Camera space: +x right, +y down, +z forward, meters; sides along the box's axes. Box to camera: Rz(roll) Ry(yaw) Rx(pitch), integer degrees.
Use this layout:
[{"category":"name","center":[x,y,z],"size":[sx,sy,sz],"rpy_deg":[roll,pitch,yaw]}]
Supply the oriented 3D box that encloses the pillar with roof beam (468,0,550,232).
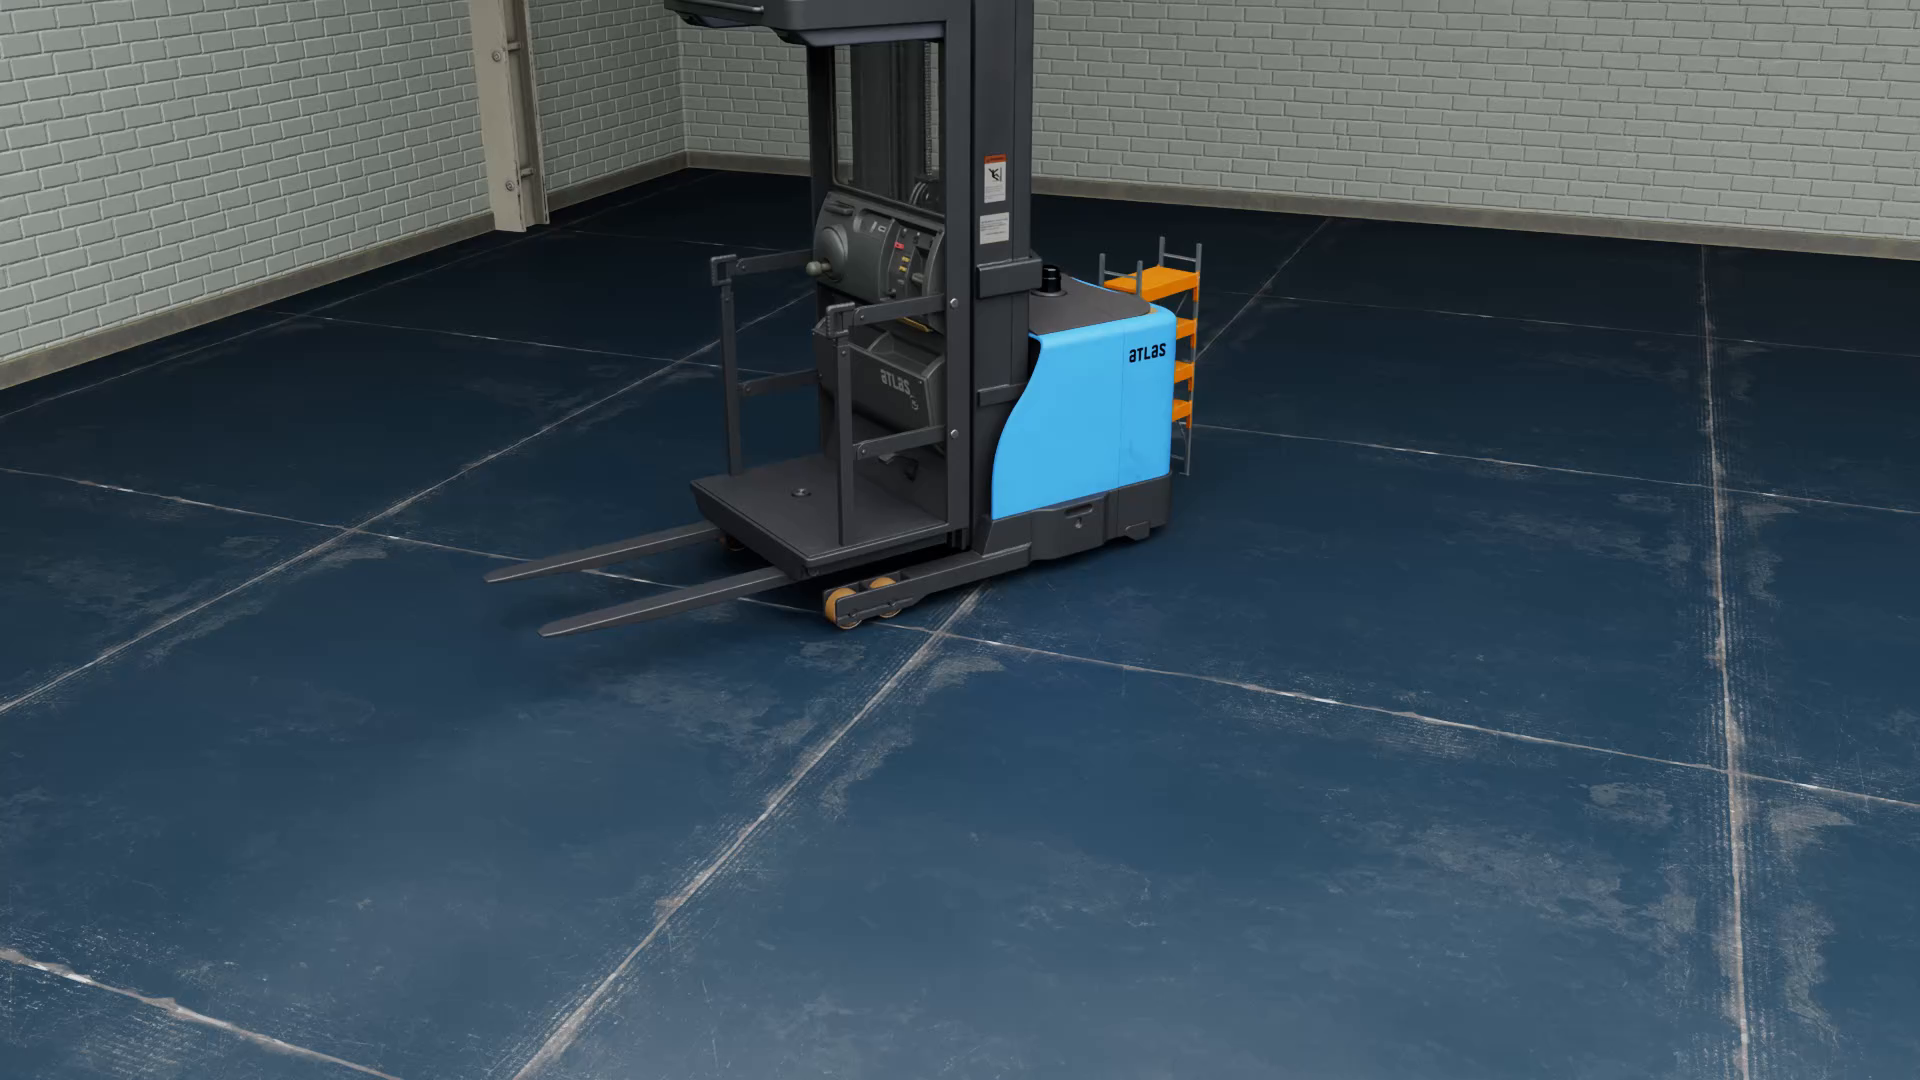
[{"category":"pillar with roof beam","center":[0.267,-6.205,10.931],"size":[9.100,9.000,0.400],"rpy_deg":[9,24,20]}]

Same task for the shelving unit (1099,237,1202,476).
[{"category":"shelving unit","center":[0.919,-0.844,8.215],"size":[0.258,1.200,0.503],"rpy_deg":[19,29,38]}]

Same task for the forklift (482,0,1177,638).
[{"category":"forklift","center":[-0.519,-1.216,6.859],"size":[3.031,2.935,1.130],"rpy_deg":[-15,27,-31]}]

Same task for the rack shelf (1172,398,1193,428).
[{"category":"rack shelf","center":[0.919,-0.599,8.317],"size":[0.258,0.148,0.480],"rpy_deg":[19,29,38]}]

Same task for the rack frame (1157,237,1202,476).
[{"category":"rack frame","center":[1.082,-0.914,8.383],"size":[0.240,1.200,0.015],"rpy_deg":[19,29,38]}]

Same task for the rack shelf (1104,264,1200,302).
[{"category":"rack shelf","center":[0.919,-1.207,8.063],"size":[0.258,0.148,0.480],"rpy_deg":[19,29,38]}]

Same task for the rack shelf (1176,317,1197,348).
[{"category":"rack shelf","center":[0.919,-0.989,8.154],"size":[0.258,0.148,0.480],"rpy_deg":[19,29,38]}]

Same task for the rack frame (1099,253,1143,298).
[{"category":"rack frame","center":[0.757,-0.774,8.047],"size":[0.240,1.200,0.015],"rpy_deg":[19,29,38]}]

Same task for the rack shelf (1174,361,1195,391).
[{"category":"rack shelf","center":[0.919,-0.782,8.241],"size":[0.258,0.148,0.480],"rpy_deg":[19,29,38]}]
